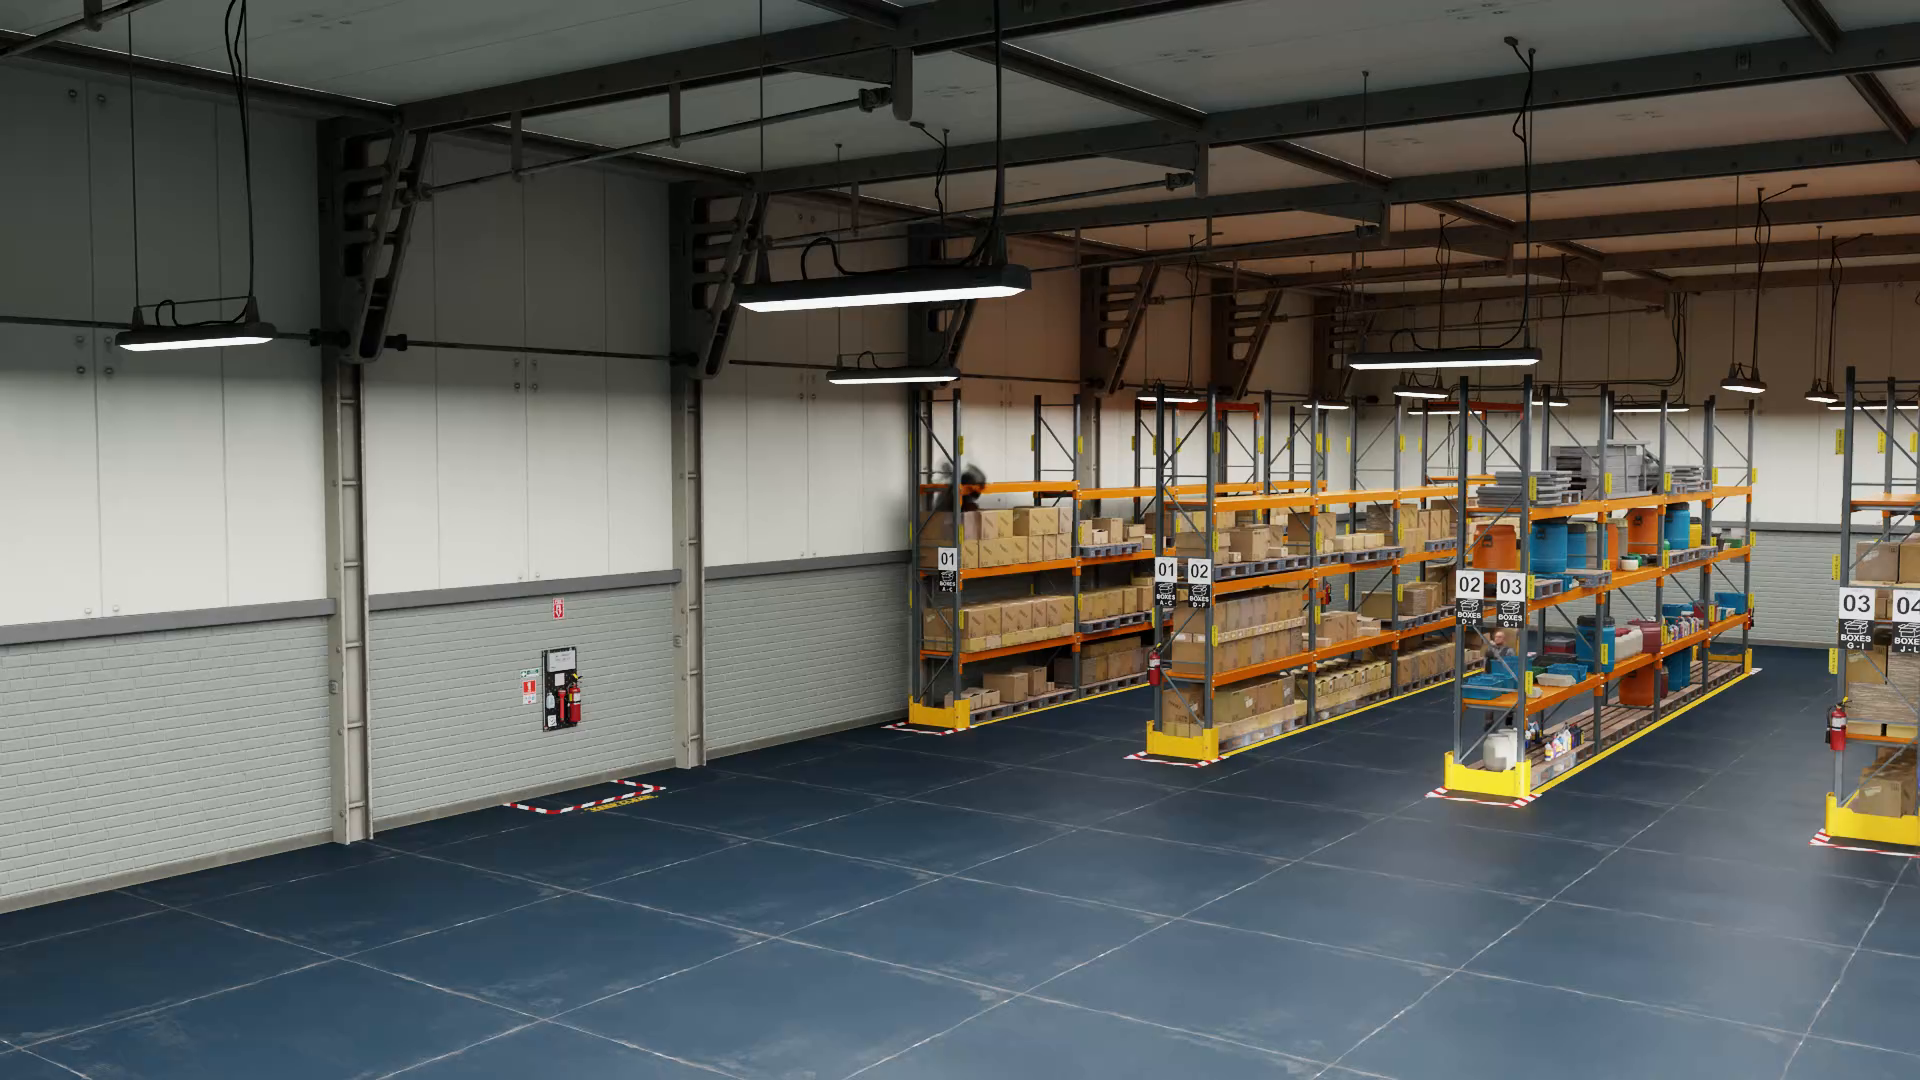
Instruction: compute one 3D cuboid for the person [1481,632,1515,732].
[{"bbox_3d":[9.416,2.460,29.080,0.655,1.712,0.964,2,4,36],"label":"person"}]
